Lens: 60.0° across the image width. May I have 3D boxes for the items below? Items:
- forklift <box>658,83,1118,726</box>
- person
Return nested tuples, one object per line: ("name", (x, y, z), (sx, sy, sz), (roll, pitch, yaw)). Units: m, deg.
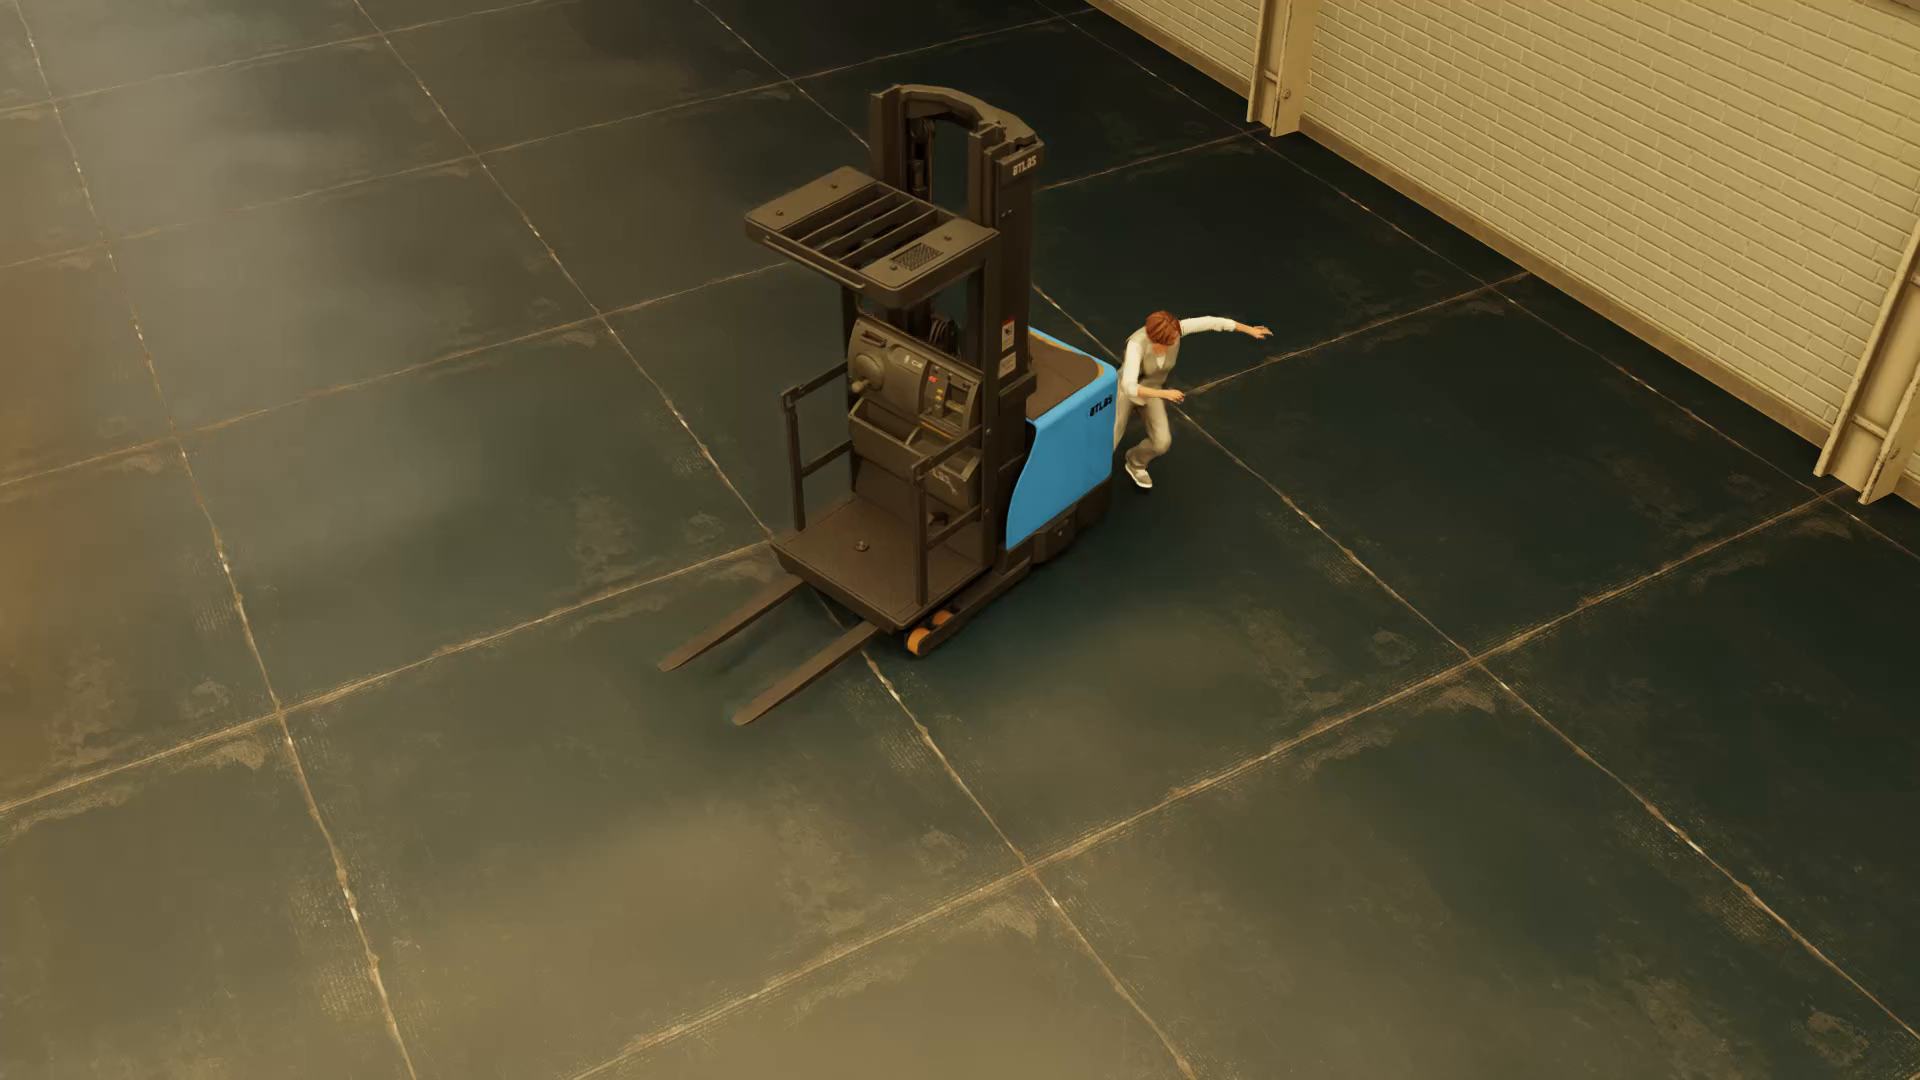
("forklift", (-0.403, -0.831, 9.039), (1.130, 2.935, 3.031), (30, 48, 31))
("person", (1.257, -0.846, 10.326), (1.360, 1.316, 0.732), (-17, 43, -19))
